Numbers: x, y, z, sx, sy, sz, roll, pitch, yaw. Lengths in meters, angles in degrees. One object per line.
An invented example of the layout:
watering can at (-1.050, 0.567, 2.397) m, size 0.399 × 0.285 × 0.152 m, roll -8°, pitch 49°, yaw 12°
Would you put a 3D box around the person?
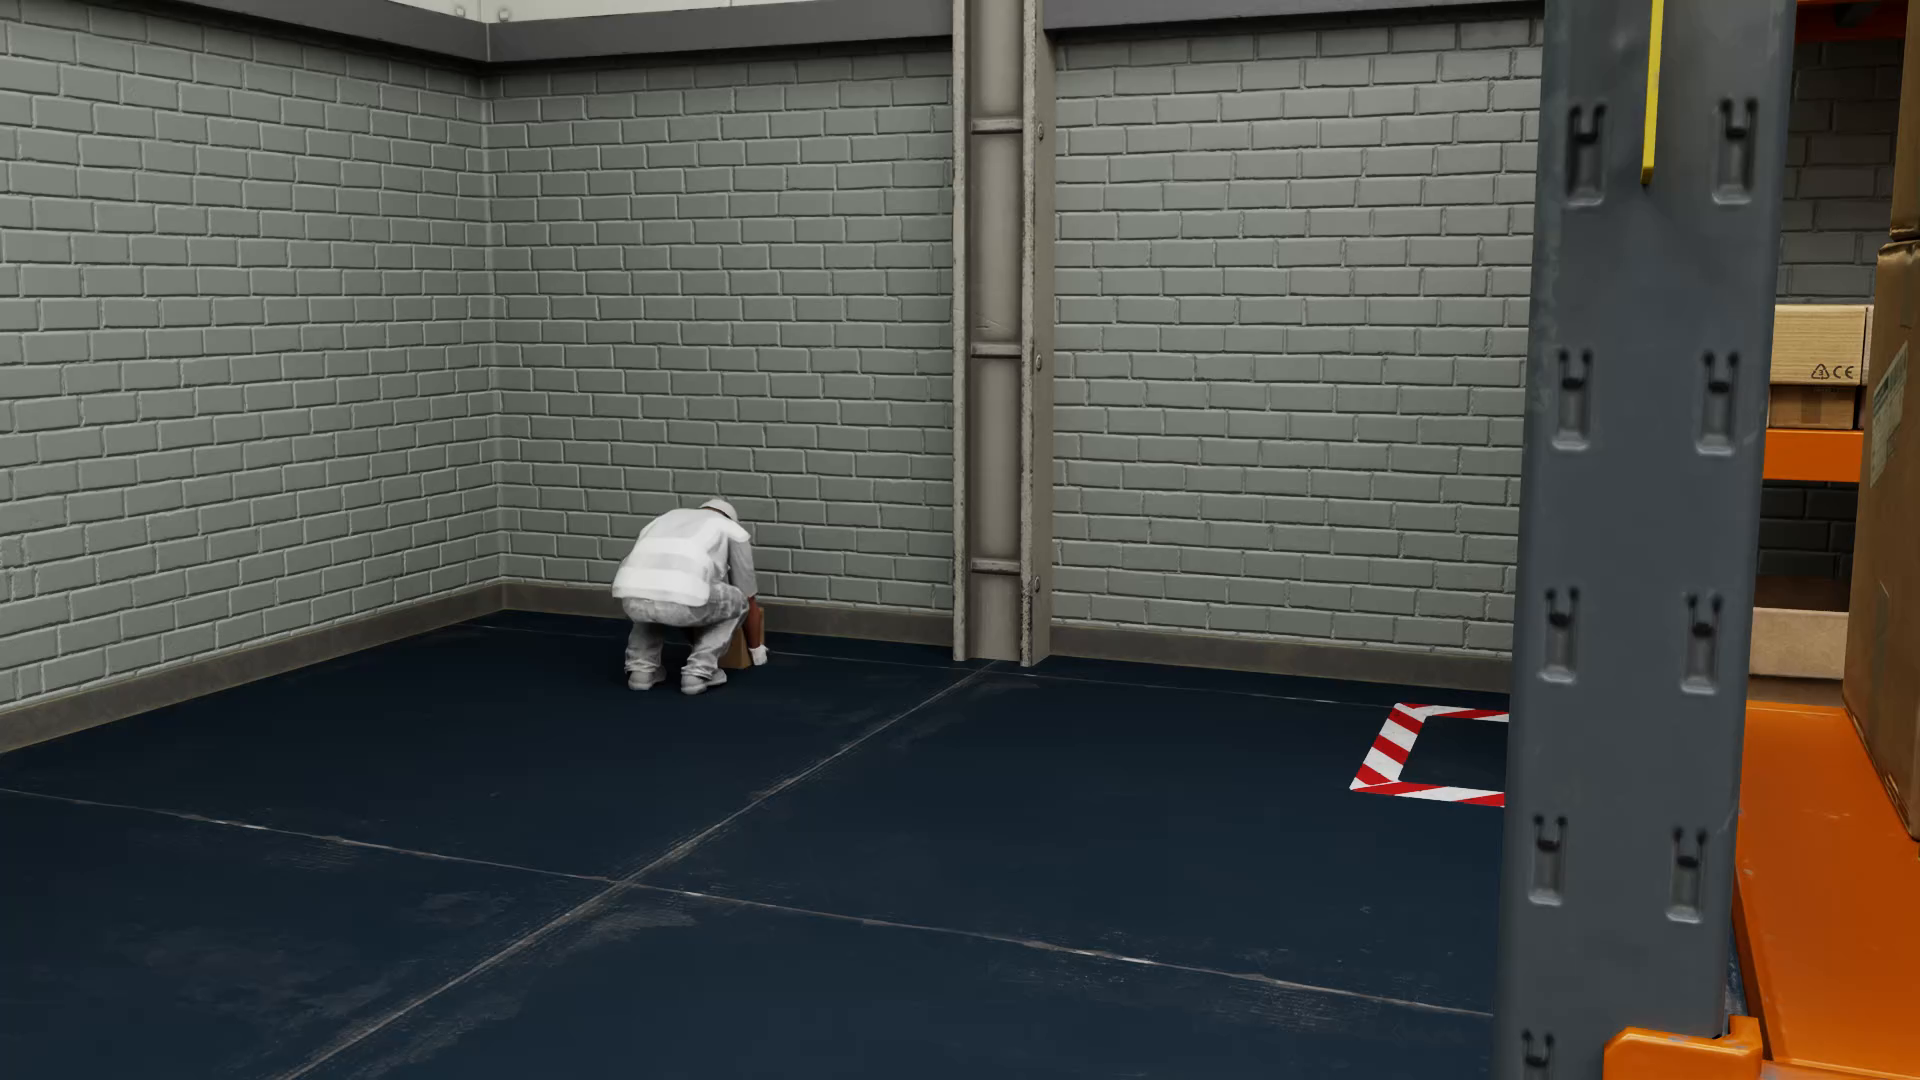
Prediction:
person at (-1.293, -0.222, 7.286) m, size 0.617 × 1.772 × 0.452 m, roll 2°, pitch 9°, yaw 14°
